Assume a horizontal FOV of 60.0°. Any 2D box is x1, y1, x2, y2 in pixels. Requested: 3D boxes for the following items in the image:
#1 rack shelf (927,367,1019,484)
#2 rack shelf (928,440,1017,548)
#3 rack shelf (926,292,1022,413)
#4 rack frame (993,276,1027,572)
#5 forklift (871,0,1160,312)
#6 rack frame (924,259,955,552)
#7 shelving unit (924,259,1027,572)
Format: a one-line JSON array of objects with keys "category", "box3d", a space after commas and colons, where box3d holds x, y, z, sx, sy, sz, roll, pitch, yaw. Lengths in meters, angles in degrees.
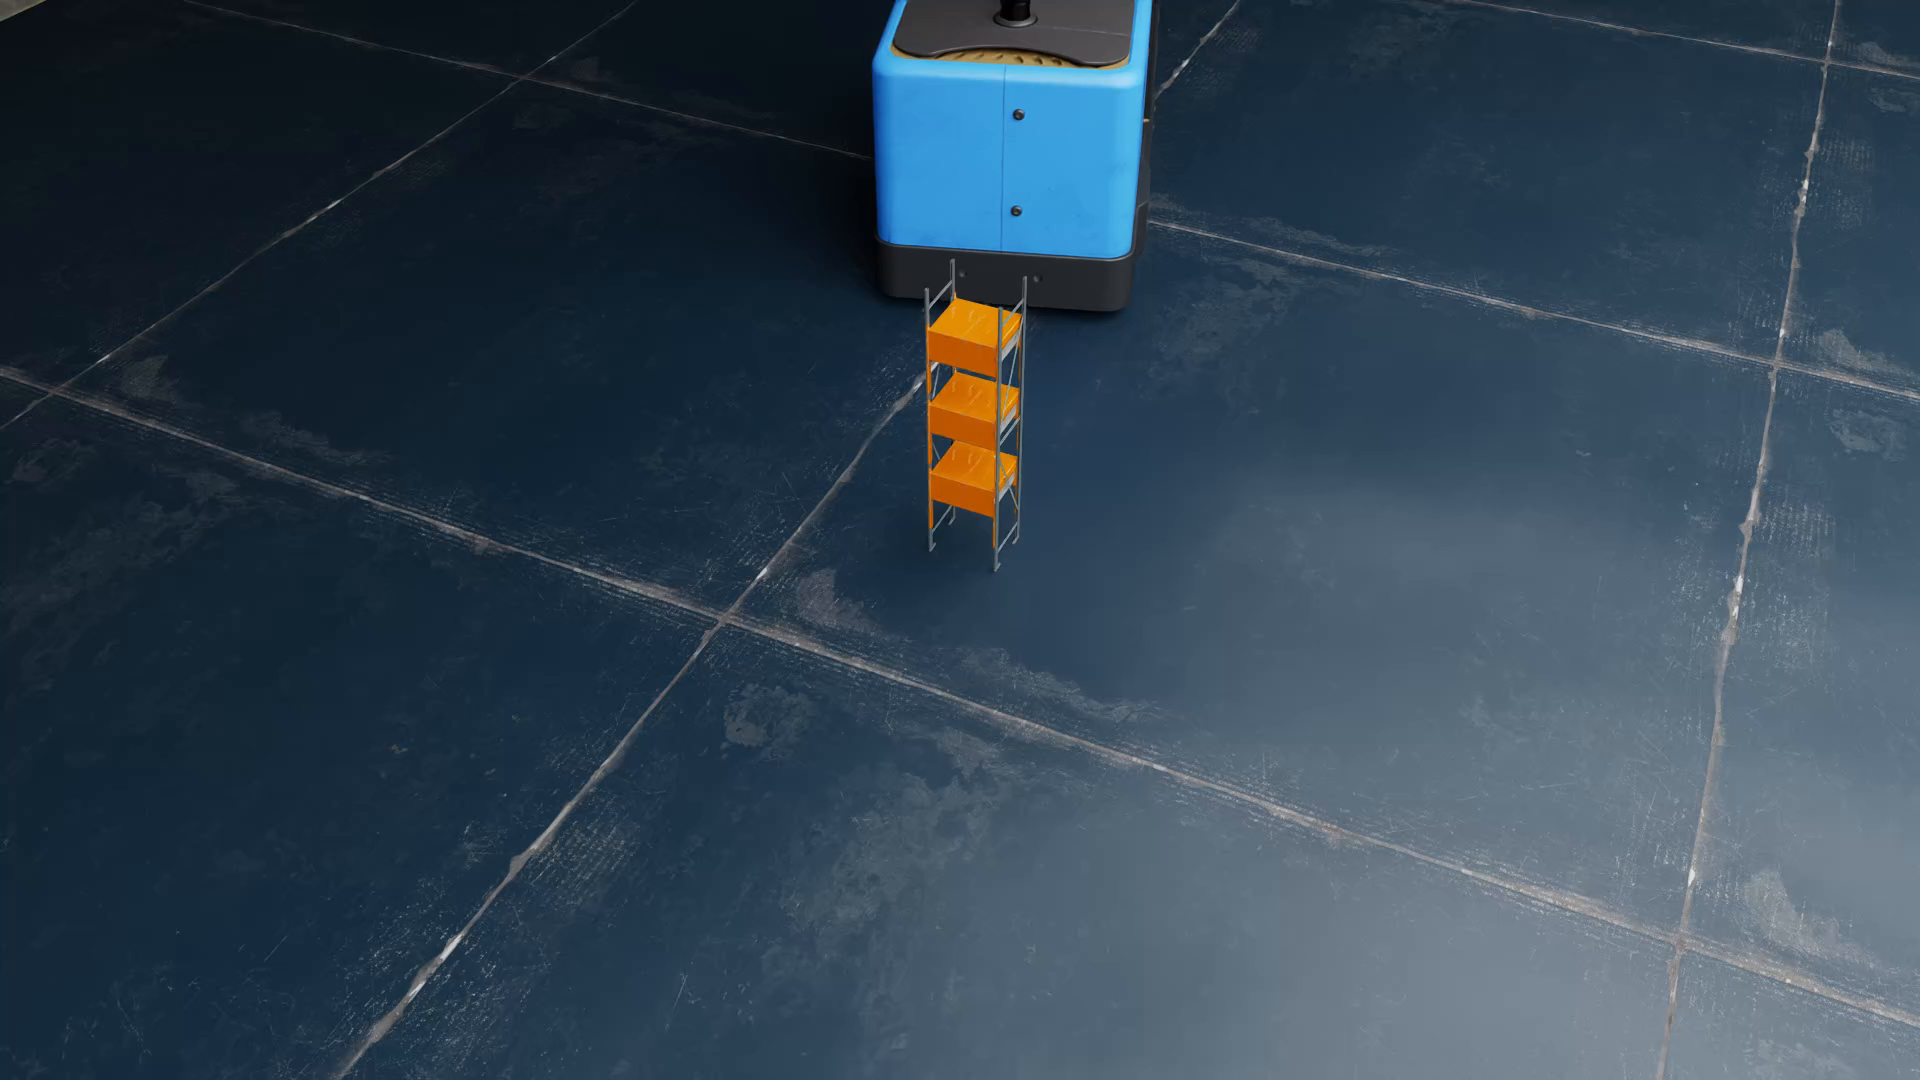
[{"category": "rack shelf", "box3d": [0.048, -0.374, 5.396, 0.240, 0.259, 0.215, 17, 44, 19]}, {"category": "rack shelf", "box3d": [0.048, -0.164, 5.578, 0.240, 0.259, 0.215, 17, 44, 19]}, {"category": "rack shelf", "box3d": [0.048, -0.588, 5.210, 0.240, 0.259, 0.215, 17, 44, 19]}, {"category": "rack frame", "box3d": [0.159, -0.348, 5.350, 0.008, 1.050, 0.200, 17, 44, 19]}, {"category": "forklift", "box3d": [0.354, -2.991, 6.963, 1.130, 2.935, 3.031, 5, 41, 6]}, {"category": "rack frame", "box3d": [-0.062, -0.416, 5.428, 0.008, 1.050, 0.200, 17, 44, 19]}, {"category": "shelving unit", "box3d": [0.048, -0.382, 5.389, 0.252, 1.050, 0.215, 17, 44, 19]}]
